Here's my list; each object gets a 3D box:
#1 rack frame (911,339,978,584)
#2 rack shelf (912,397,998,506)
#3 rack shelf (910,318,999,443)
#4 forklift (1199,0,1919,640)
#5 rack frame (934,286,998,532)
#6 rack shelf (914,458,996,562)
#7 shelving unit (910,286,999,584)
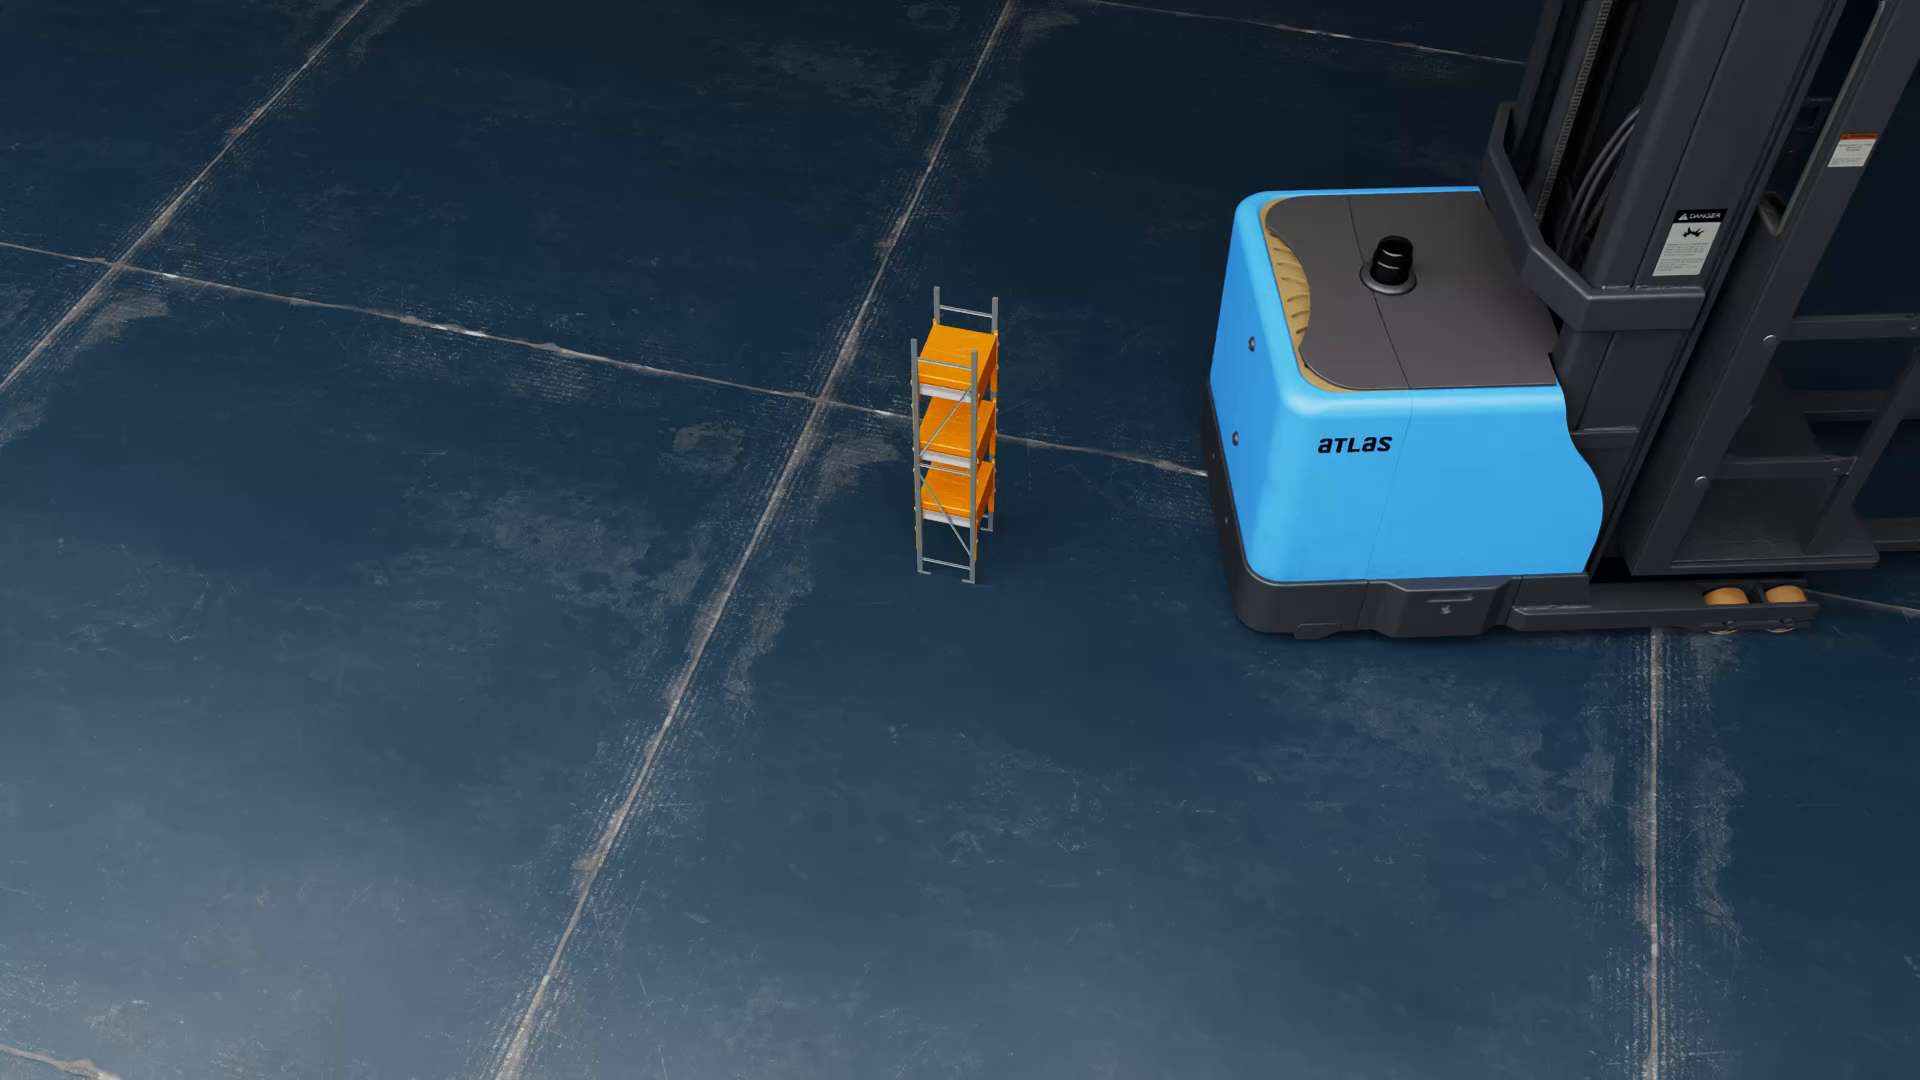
[{"bbox_3d":[-0.046,-0.220,5.244,0.200,1.050,0.008,12,50,10],"label":"rack frame"},{"bbox_3d":[-0.014,-0.302,5.330,0.215,0.259,0.240,12,50,10],"label":"rack shelf"},{"bbox_3d":[-0.014,-0.489,5.117,0.215,0.259,0.240,12,50,10],"label":"rack shelf"},{"bbox_3d":[2.394,-1.058,4.729,3.031,2.935,1.130,-2,49,-2],"label":"forklift"},{"bbox_3d":[0.018,-0.397,5.400,0.200,1.050,0.008,12,50,10],"label":"rack frame"},{"bbox_3d":[-0.014,-0.118,5.539,0.215,0.259,0.240,12,50,10],"label":"rack shelf"},{"bbox_3d":[-0.014,-0.309,5.322,0.215,1.050,0.252,12,50,10],"label":"shelving unit"}]
